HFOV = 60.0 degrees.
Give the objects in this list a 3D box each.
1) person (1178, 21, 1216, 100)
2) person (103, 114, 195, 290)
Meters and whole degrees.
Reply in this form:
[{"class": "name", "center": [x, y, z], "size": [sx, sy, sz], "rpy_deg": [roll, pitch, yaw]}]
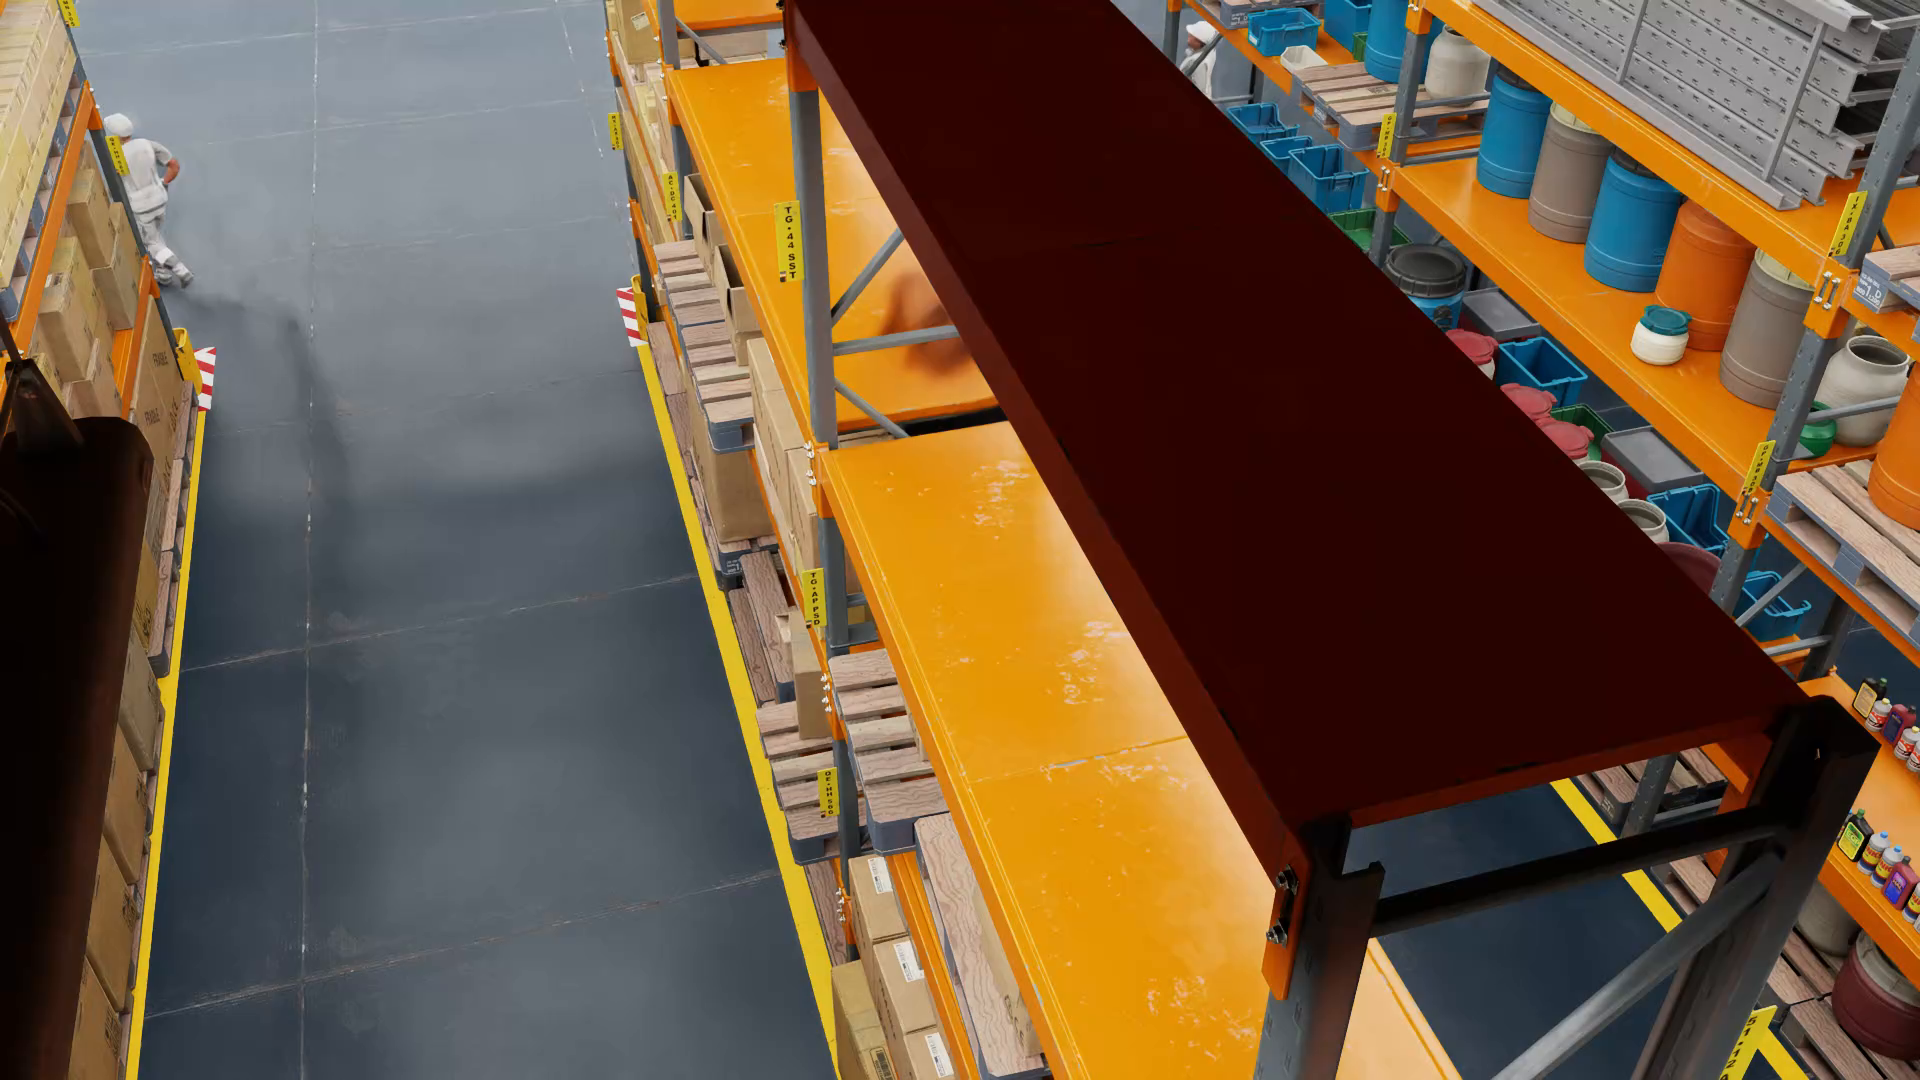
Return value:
[{"class": "person", "center": [2.337, -4.497, 17.091], "size": [0.555, 1.751, 0.676], "rpy_deg": [18, 42, 22]}, {"class": "person", "center": [-7.448, -3.072, 15.281], "size": [0.814, 1.759, 0.675], "rpy_deg": [22, 43, 25]}]
